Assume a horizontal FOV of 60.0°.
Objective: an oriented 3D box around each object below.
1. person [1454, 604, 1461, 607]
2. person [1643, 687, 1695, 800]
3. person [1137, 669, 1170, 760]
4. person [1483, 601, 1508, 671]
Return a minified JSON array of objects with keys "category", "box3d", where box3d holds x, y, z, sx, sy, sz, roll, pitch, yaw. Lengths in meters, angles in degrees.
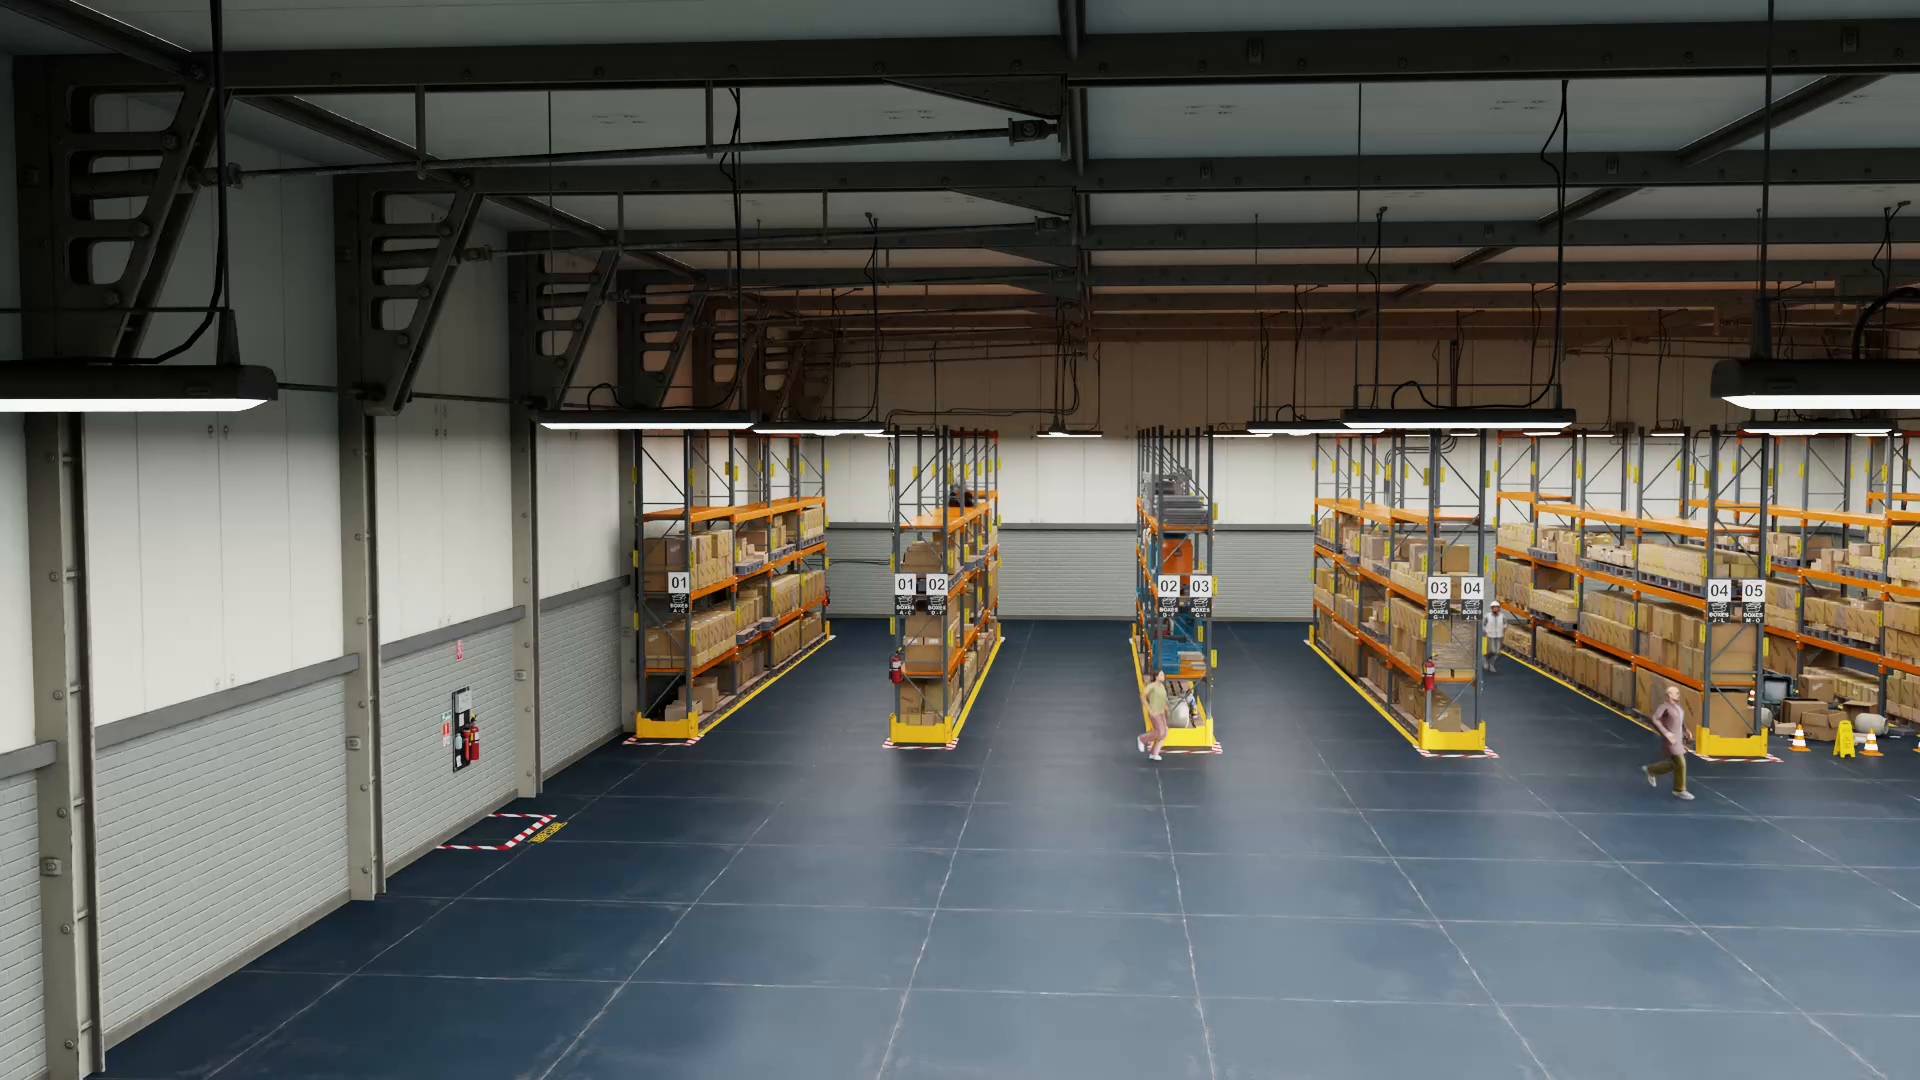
[{"category":"person","box3d":[13.645,2.070,46.026,0.674,1.798,0.878,2,4,32]},{"category":"person","box3d":[11.426,3.239,26.807,0.729,1.775,0.911,-3,5,-42]},{"category":"person","box3d":[3.550,3.119,29.953,0.569,1.595,0.611,3,5,42]},{"category":"person","box3d":[13.210,2.386,41.021,0.645,1.740,0.584,0,3,2]}]
